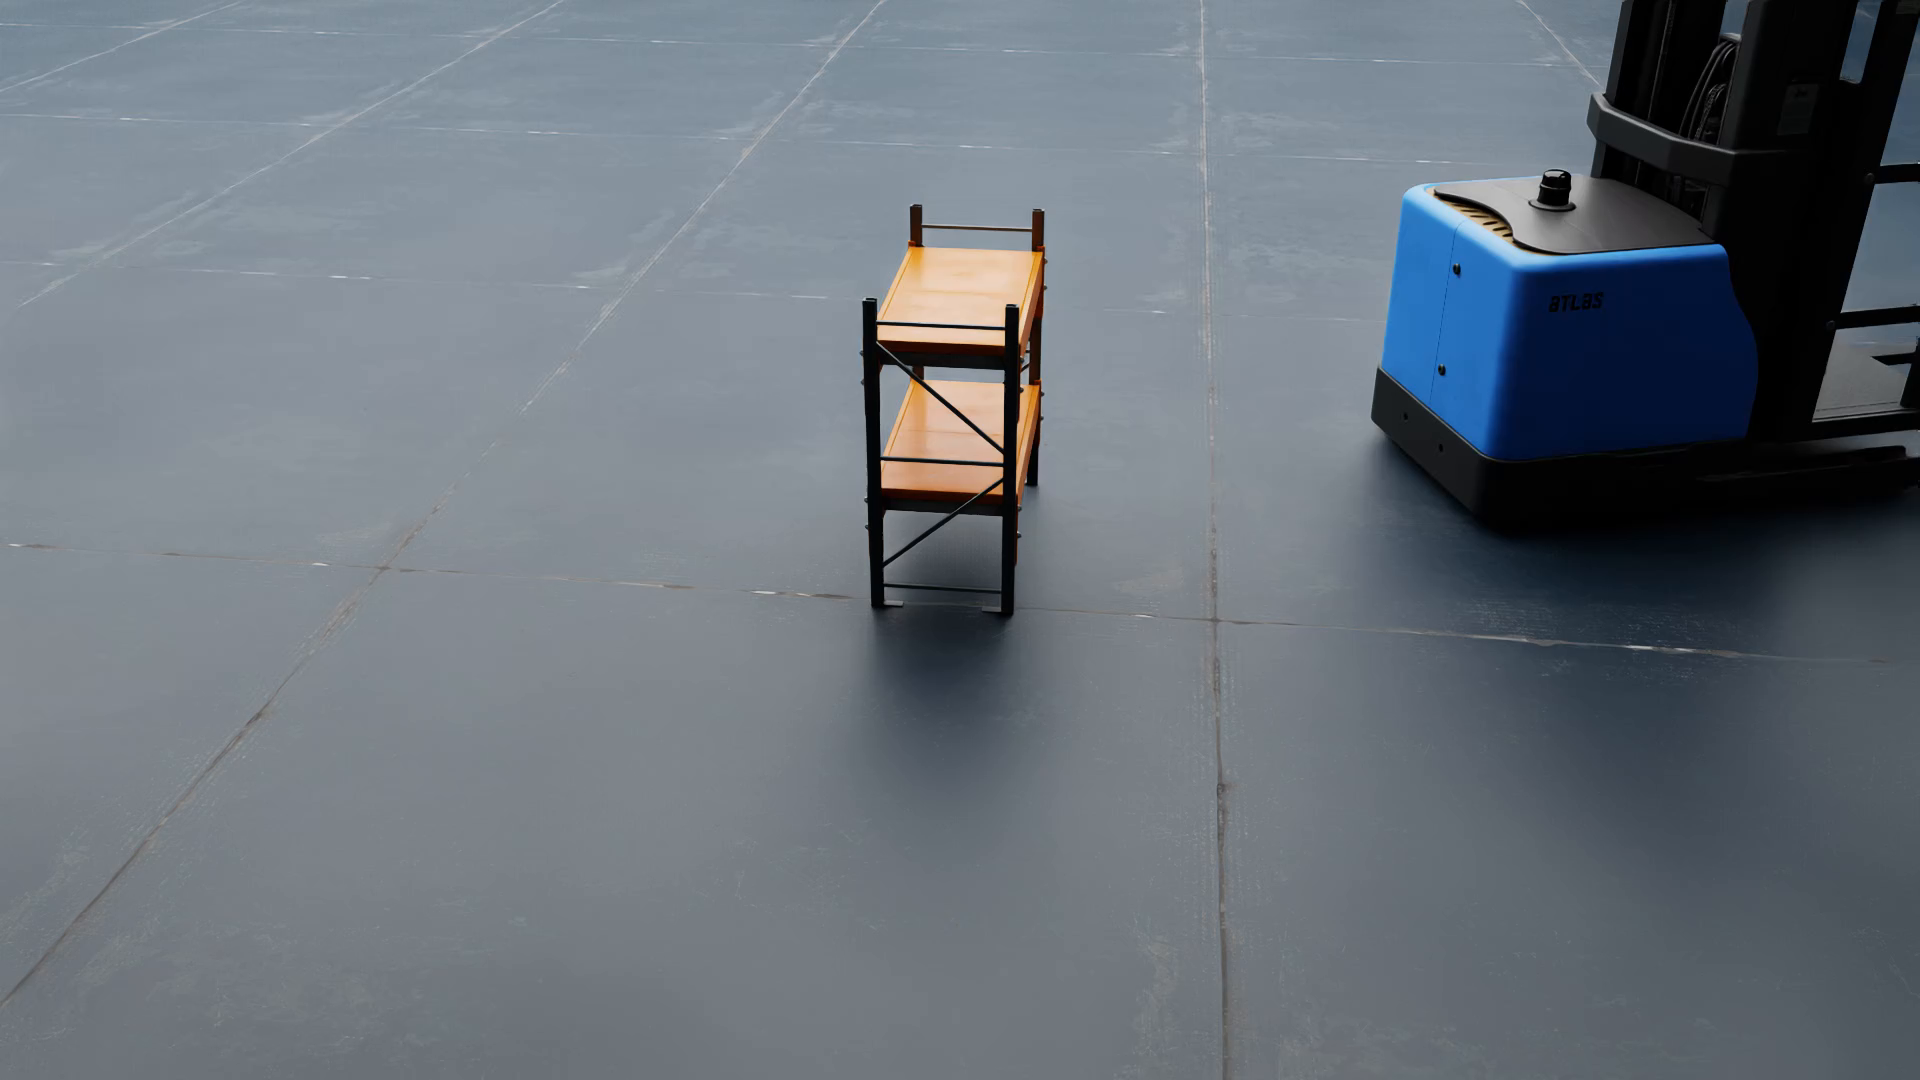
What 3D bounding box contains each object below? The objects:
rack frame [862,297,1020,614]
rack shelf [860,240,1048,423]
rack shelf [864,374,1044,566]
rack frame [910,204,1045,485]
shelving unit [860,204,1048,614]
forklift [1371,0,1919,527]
[{"bbox_3d":[-0.061,-0.259,5.545,0.500,1.125,0.032,3,28,6],"label":"rack frame"},{"bbox_3d":[0.001,-0.756,5.850,0.538,0.278,1.000,3,28,6],"label":"rack shelf"},{"bbox_3d":[0.001,-0.283,6.105,0.538,0.278,1.000,3,28,6],"label":"rack shelf"},{"bbox_3d":[0.063,-0.738,6.433,0.500,1.125,0.032,3,28,6],"label":"rack frame"},{"bbox_3d":[0.001,-0.498,5.989,0.538,1.125,1.048,3,28,6],"label":"shelving unit"},{"bbox_3d":[3.315,-1.692,6.301,3.031,2.935,1.130,-6,29,-11],"label":"forklift"}]
